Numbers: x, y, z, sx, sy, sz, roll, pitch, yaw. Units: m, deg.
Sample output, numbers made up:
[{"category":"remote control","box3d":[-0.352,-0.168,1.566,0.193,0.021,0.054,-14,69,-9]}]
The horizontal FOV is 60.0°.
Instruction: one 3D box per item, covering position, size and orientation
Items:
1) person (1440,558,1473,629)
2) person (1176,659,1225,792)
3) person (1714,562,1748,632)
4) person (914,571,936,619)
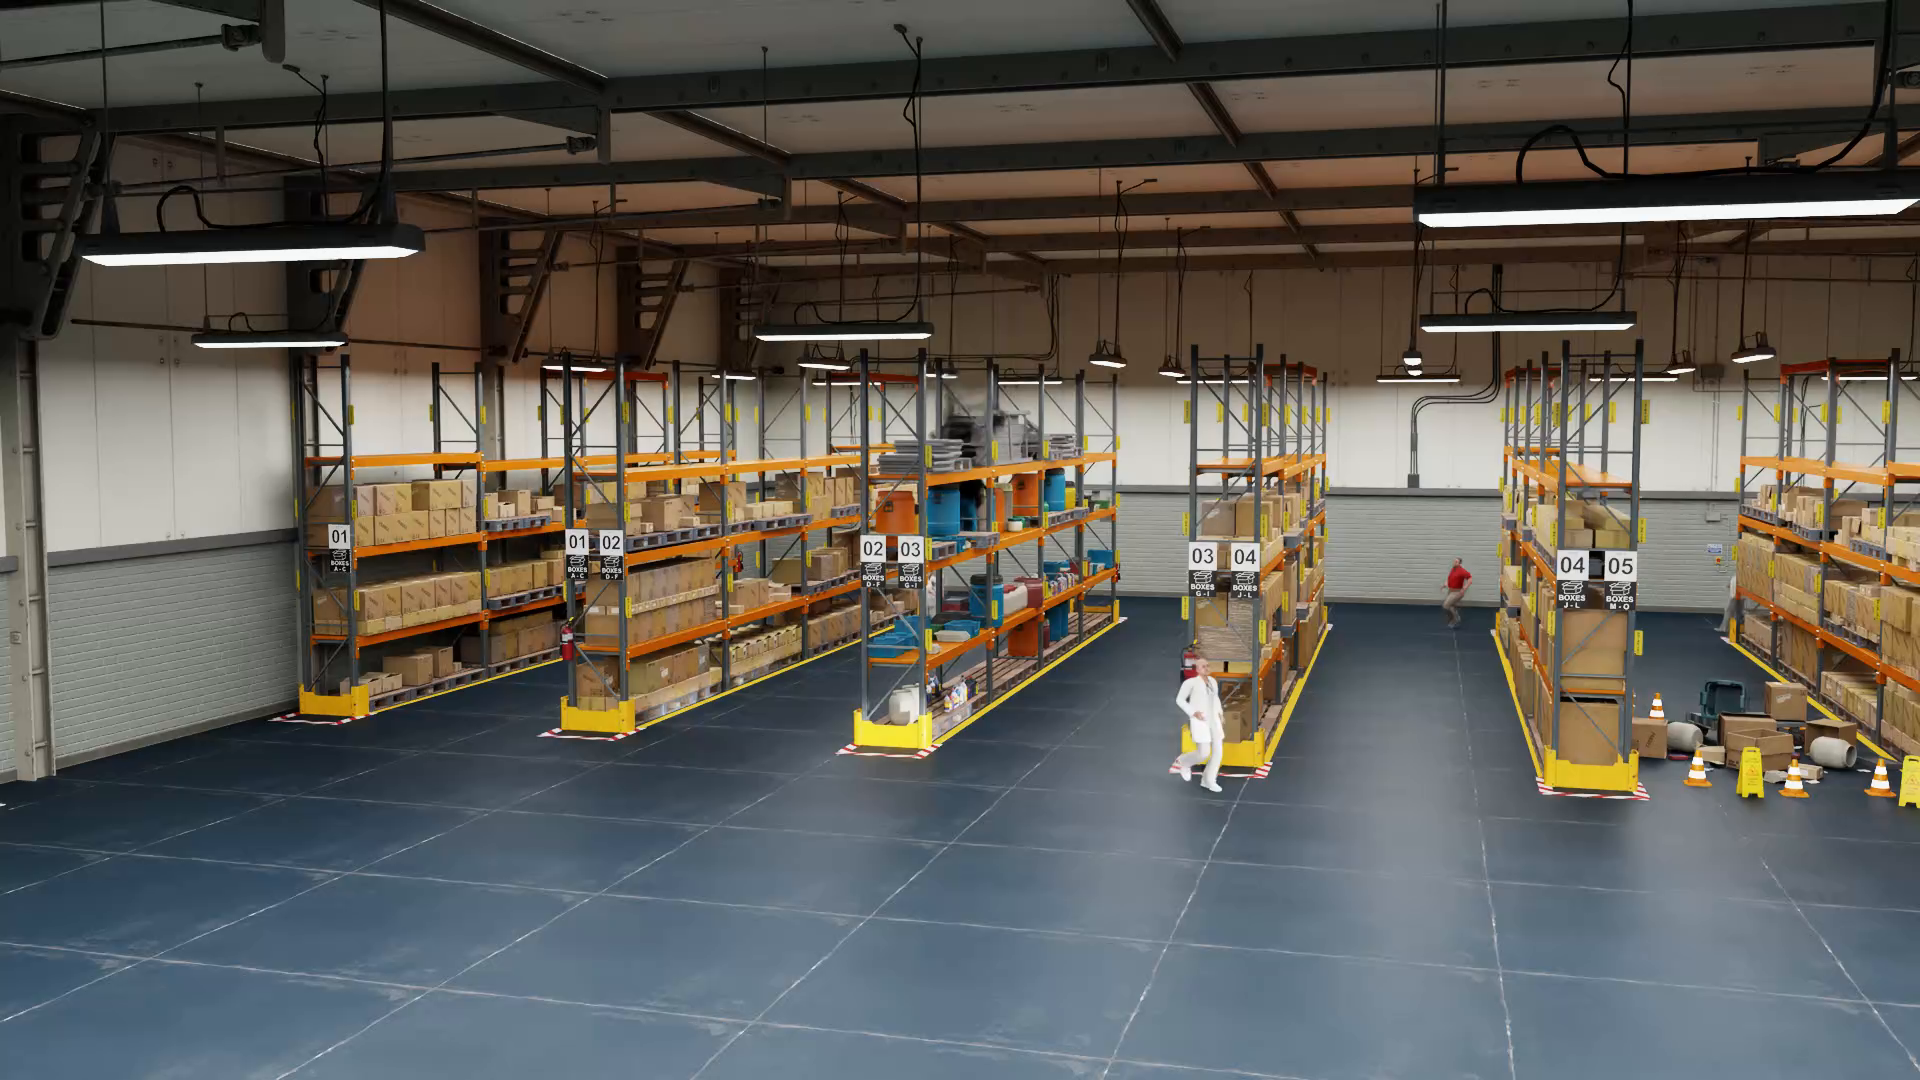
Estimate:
[{"category":"person","box3d":[11.586,1.257,38.910,0.633,1.709,0.724,-1,4,-13]},{"category":"person","box3d":[3.244,2.467,22.332,0.730,1.752,0.739,-3,5,-31]},{"category":"person","box3d":[17.668,1.270,37.929,0.757,1.713,0.953,-4,6,-45]},{"category":"person","box3d":[-0.695,1.435,35.951,0.632,1.848,0.760,0,4,2]}]
